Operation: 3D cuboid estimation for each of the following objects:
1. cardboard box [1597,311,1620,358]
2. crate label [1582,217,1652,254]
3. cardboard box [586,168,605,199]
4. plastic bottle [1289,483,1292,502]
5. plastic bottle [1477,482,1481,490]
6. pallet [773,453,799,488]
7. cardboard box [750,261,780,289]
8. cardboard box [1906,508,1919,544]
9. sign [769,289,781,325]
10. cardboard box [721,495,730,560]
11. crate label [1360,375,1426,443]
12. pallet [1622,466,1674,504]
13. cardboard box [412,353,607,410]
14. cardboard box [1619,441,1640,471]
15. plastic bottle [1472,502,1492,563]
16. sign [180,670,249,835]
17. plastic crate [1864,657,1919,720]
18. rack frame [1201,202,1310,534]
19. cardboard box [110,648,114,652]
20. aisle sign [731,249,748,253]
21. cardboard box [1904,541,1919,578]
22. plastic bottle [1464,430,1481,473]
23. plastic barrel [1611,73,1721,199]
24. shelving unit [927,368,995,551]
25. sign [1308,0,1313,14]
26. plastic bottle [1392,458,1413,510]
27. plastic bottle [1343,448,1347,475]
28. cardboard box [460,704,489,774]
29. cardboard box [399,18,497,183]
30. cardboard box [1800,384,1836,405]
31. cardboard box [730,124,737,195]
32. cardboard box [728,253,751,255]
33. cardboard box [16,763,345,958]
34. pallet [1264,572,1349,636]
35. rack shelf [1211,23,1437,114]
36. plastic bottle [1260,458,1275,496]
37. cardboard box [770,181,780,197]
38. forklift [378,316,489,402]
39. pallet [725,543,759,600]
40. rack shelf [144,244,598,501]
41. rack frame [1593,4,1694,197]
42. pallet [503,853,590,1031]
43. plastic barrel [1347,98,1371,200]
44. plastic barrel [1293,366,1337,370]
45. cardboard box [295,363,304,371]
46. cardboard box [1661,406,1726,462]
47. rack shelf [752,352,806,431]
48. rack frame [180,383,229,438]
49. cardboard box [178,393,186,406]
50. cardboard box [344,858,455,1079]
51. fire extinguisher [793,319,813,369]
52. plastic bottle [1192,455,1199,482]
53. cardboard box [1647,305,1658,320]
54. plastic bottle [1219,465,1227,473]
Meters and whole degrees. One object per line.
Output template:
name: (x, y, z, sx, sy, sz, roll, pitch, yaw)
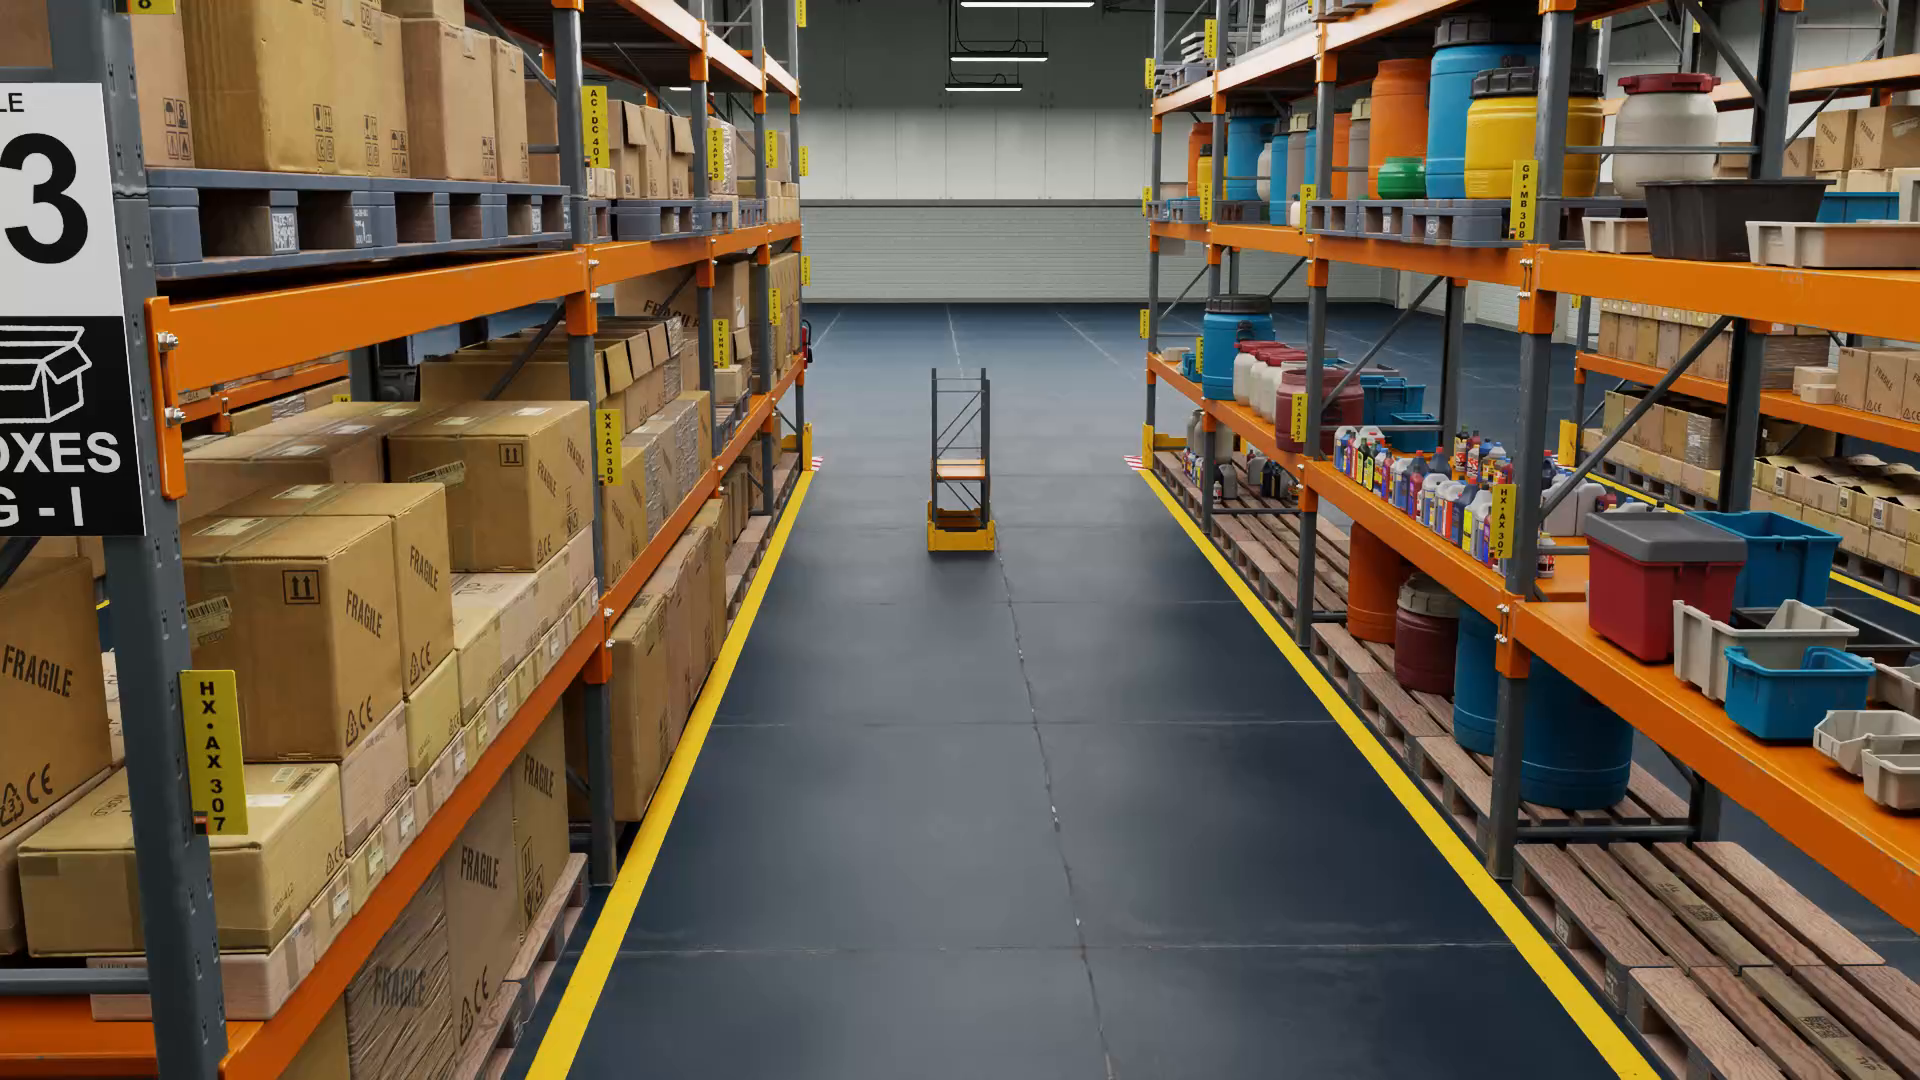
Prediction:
cardboard box: (7.606, -2.308, 18.641, 0.700, 0.500, 0.500, 0, 11, -1)
crate label: (2.626, -1.190, 6.497, 0.293, 0.136, 0.466, 0, 11, -1)
cardboard box: (-1.980, -1.777, 7.900, 0.500, 0.311, 0.500, -1, 11, -3)
plastic bottle: (3.169, -0.467, 15.748, 0.097, 0.201, 0.097, 0, 11, 0)
plastic bottle: (2.677, -0.165, 8.652, 0.097, 0.271, 0.097, 0, 11, 0)
pallet: (-2.313, -0.769, 18.318, 1.003, 0.211, 1.213, 0, 11, -1)
cardboard box: (-1.980, -2.392, 15.790, 0.500, 0.500, 0.500, 0, 11, -1)
cardboard box: (7.500, -0.101, 12.464, 0.500, 0.311, 0.500, 0, 11, -2)
sign: (-1.658, -2.088, 14.892, 0.100, 0.325, 0.005, 0, 11, -1)
cardboard box: (-2.207, -0.069, 13.033, 0.700, 0.500, 0.500, 1, 11, 4)
crate label: (3.072, -0.958, 12.149, 0.502, 0.435, 0.616, 0, 11, -1)
pallet: (7.689, -0.592, 17.445, 1.003, 0.211, 1.213, 0, 11, -1)
cardboard box: (-2.069, -0.594, 7.670, 0.797, 0.503, 0.637, -1, 11, -3)
cardboard box: (7.421, -0.904, 17.831, 0.500, 0.250, 0.500, 0, 11, -1)
plastic bottle: (2.565, -0.036, 8.004, 0.152, 0.276, 0.135, 0, 11, -1)
sign: (-1.410, 0.404, 3.146, 0.100, 0.325, 0.005, 0, 11, -1)
plastic crate: (3.241, 0.498, 5.575, 0.293, 0.136, 0.466, 0, 11, -1)
rack frame: (2.739, -1.537, 15.093, 1.000, 3.000, 0.127, 0, 11, -1)
cardboard box: (-2.276, 0.395, 5.196, 0.500, 0.250, 0.500, 0, 11, -1)
aisle sign: (-2.597, -3.597, 18.708, 0.394, 0.787, 0.004, 0, 11, -1)
cardboard box: (7.505, 0.174, 12.518, 0.500, 0.250, 0.500, 0, 11, -2)
plastic bottle: (3.261, -0.561, 10.572, 0.061, 0.283, 0.133, 0, 11, -1)
plastic barrel: (3.144, -1.795, 7.422, 0.433, 0.535, 0.433, 0, 11, 0)
shelving unit: (-0.002, -0.750, 14.985, 0.587, 1.500, 1.083, 0, 11, -1)
sign: (2.272, -3.521, 10.591, 0.100, 0.325, 0.005, 0, 11, -1)
plastic bottle: (2.536, -0.318, 9.397, 0.152, 0.276, 0.135, 0, 11, -1)
plastic bottle: (2.484, -0.515, 10.553, 0.097, 0.201, 0.097, 0, 11, 0)
cardboard box: (-1.675, 0.614, 5.121, 0.380, 0.149, 0.250, -1, 11, -3)
cardboard box: (-1.965, -1.438, 5.502, 0.700, 0.500, 0.500, 0, 11, 2)
cardboard box: (7.505, -1.257, 14.342, 0.380, 0.149, 0.250, 0, 11, -1)
cardboard box: (-1.907, -2.781, 12.171, 0.500, 0.500, 0.500, -1, 11, -3)
cardboard box: (-2.557, -2.887, 18.229, 0.500, 0.500, 0.500, 0, 11, -1)
cardboard box: (-1.705, 0.699, 3.696, 0.500, 0.250, 0.500, -1, 11, -3)
pallet: (2.844, 0.470, 12.211, 1.003, 0.211, 1.213, 0, 11, -1)
rack shelf: (2.780, -3.531, 12.648, 1.077, 0.370, 4.000, 0, 11, -1)
plastic bottle: (2.993, -0.616, 16.109, 0.144, 0.351, 0.185, 0, 11, -1)
cardboard box: (-1.936, -3.383, 16.022, 0.380, 0.149, 0.250, 0, 11, -2)
forklift: (-4.588, -1.292, 14.057, 1.130, 2.935, 3.031, 0, 11, -1)
pallet: (-2.167, 0.247, 13.309, 1.003, 0.211, 1.213, 0, 11, -1)
rack shelf: (-2.006, -0.647, 4.968, 1.077, 0.370, 4.000, 0, 11, -1)
rack frame: (7.609, -5.292, 18.513, 1.000, 3.000, 0.127, 0, 11, -1)
pallet: (-2.110, 1.591, 6.685, 1.003, 0.211, 1.213, 0, 11, -1)
plastic barrel: (3.022, -2.622, 11.635, 0.600, 0.901, 0.600, 0, 11, 0)
plastic barrel: (2.587, -1.001, 12.166, 0.421, 0.512, 0.421, 0, 11, 0)
cardboard box: (-7.232, -1.986, 16.925, 0.875, 0.550, 0.500, 0, 11, -1)
cardboard box: (7.450, -1.073, 16.777, 0.500, 0.500, 0.500, 0, 11, -1)
rack shelf: (-2.254, -1.562, 17.024, 1.077, 0.370, 4.000, 0, 11, -1)
rack frame: (-7.174, -1.517, 14.991, 1.000, 3.000, 0.127, 0, 11, -1)
cardboard box: (-6.885, -1.363, 13.980, 0.500, 0.500, 0.500, 0, 11, -2)
cardboard box: (-2.077, 1.396, 4.921, 0.875, 0.875, 0.875, 0, 11, -1)
fire extinguisher: (-1.837, -2.299, 19.041, 0.296, 0.674, 0.183, 0, 11, -1)
plastic bottle: (2.396, -0.721, 16.825, 0.097, 0.271, 0.097, 0, 11, 0)
cardboard box: (7.430, -2.384, 17.384, 0.380, 0.149, 0.250, 0, 11, -2)
plastic bottle: (2.581, -0.589, 16.161, 0.152, 0.276, 0.135, 0, 11, -1)
